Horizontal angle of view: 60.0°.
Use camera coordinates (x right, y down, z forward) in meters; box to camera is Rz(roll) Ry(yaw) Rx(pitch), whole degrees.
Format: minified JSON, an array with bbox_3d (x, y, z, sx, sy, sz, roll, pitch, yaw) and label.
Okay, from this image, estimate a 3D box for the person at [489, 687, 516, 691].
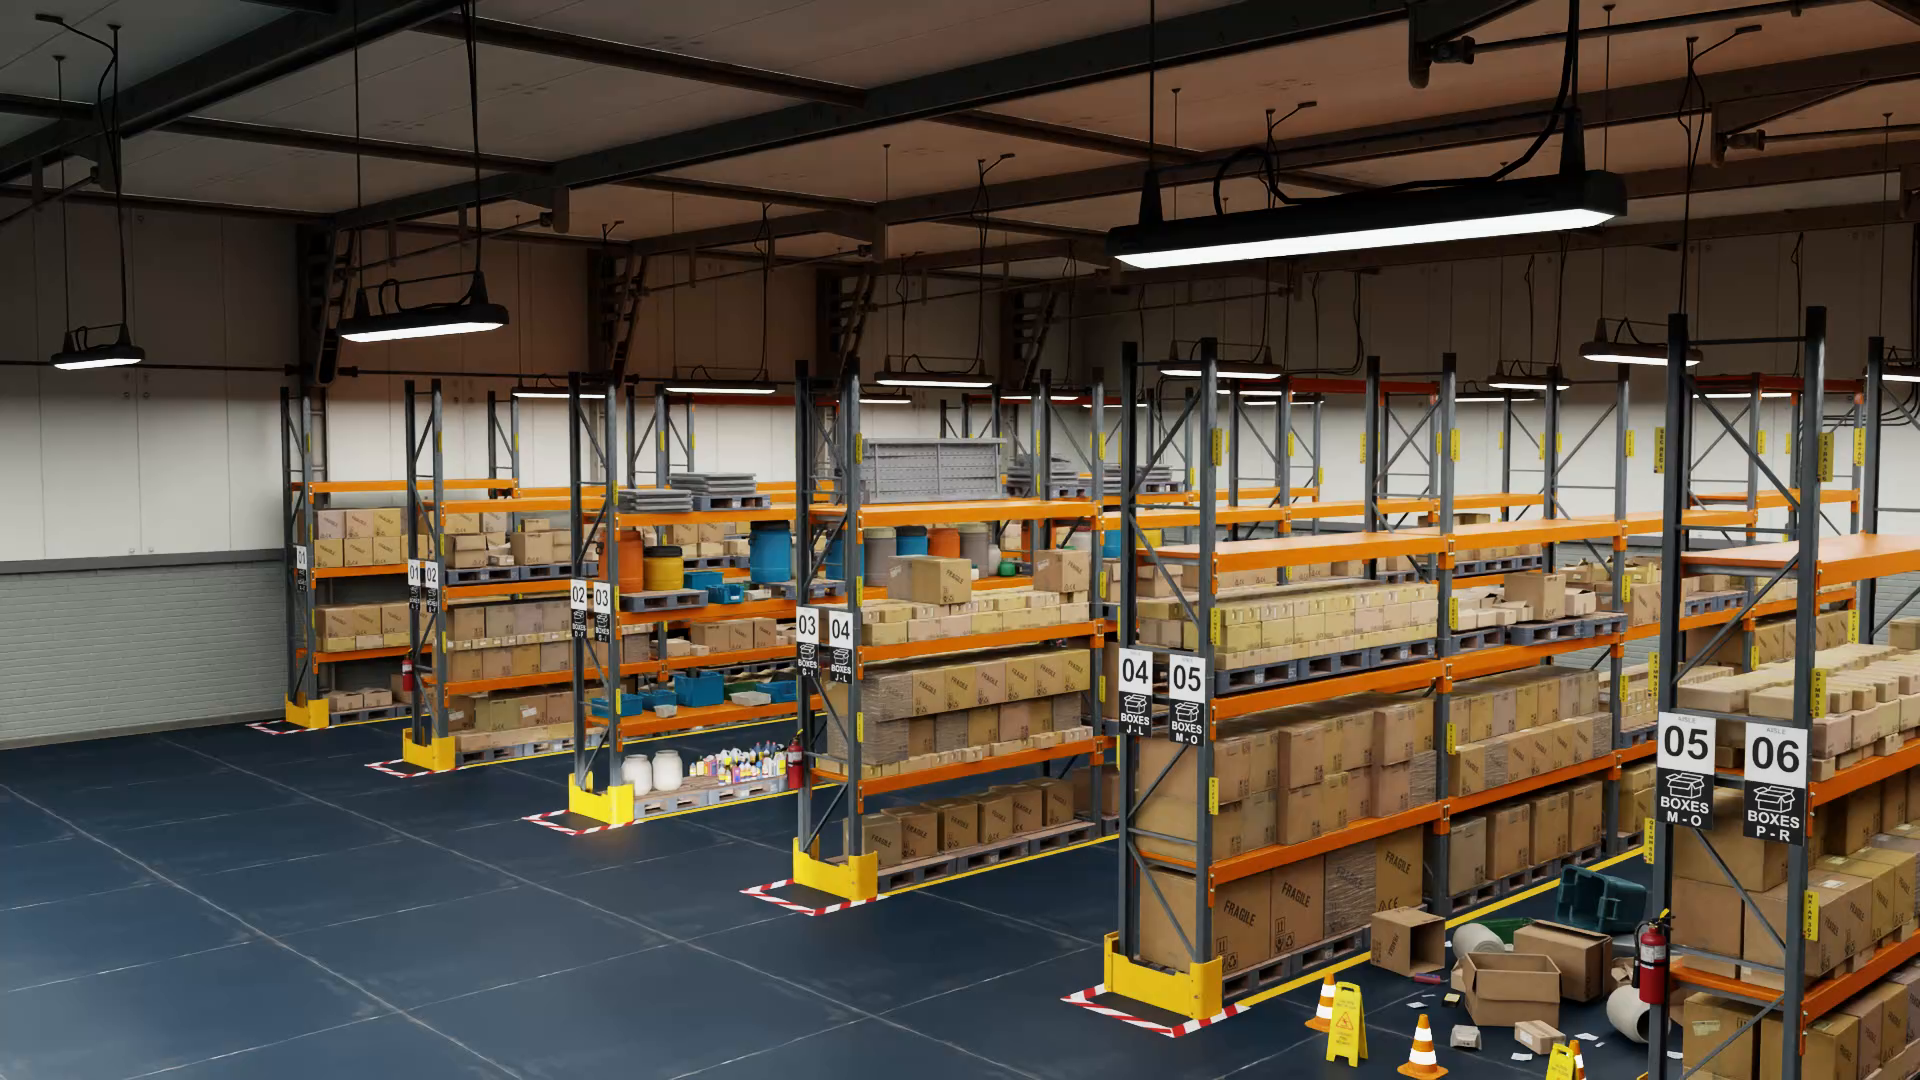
[{"bbox_3d":[-7.817,2.515,28.598,0.597,1.798,0.393,-2,4,-26],"label":"person"}]
